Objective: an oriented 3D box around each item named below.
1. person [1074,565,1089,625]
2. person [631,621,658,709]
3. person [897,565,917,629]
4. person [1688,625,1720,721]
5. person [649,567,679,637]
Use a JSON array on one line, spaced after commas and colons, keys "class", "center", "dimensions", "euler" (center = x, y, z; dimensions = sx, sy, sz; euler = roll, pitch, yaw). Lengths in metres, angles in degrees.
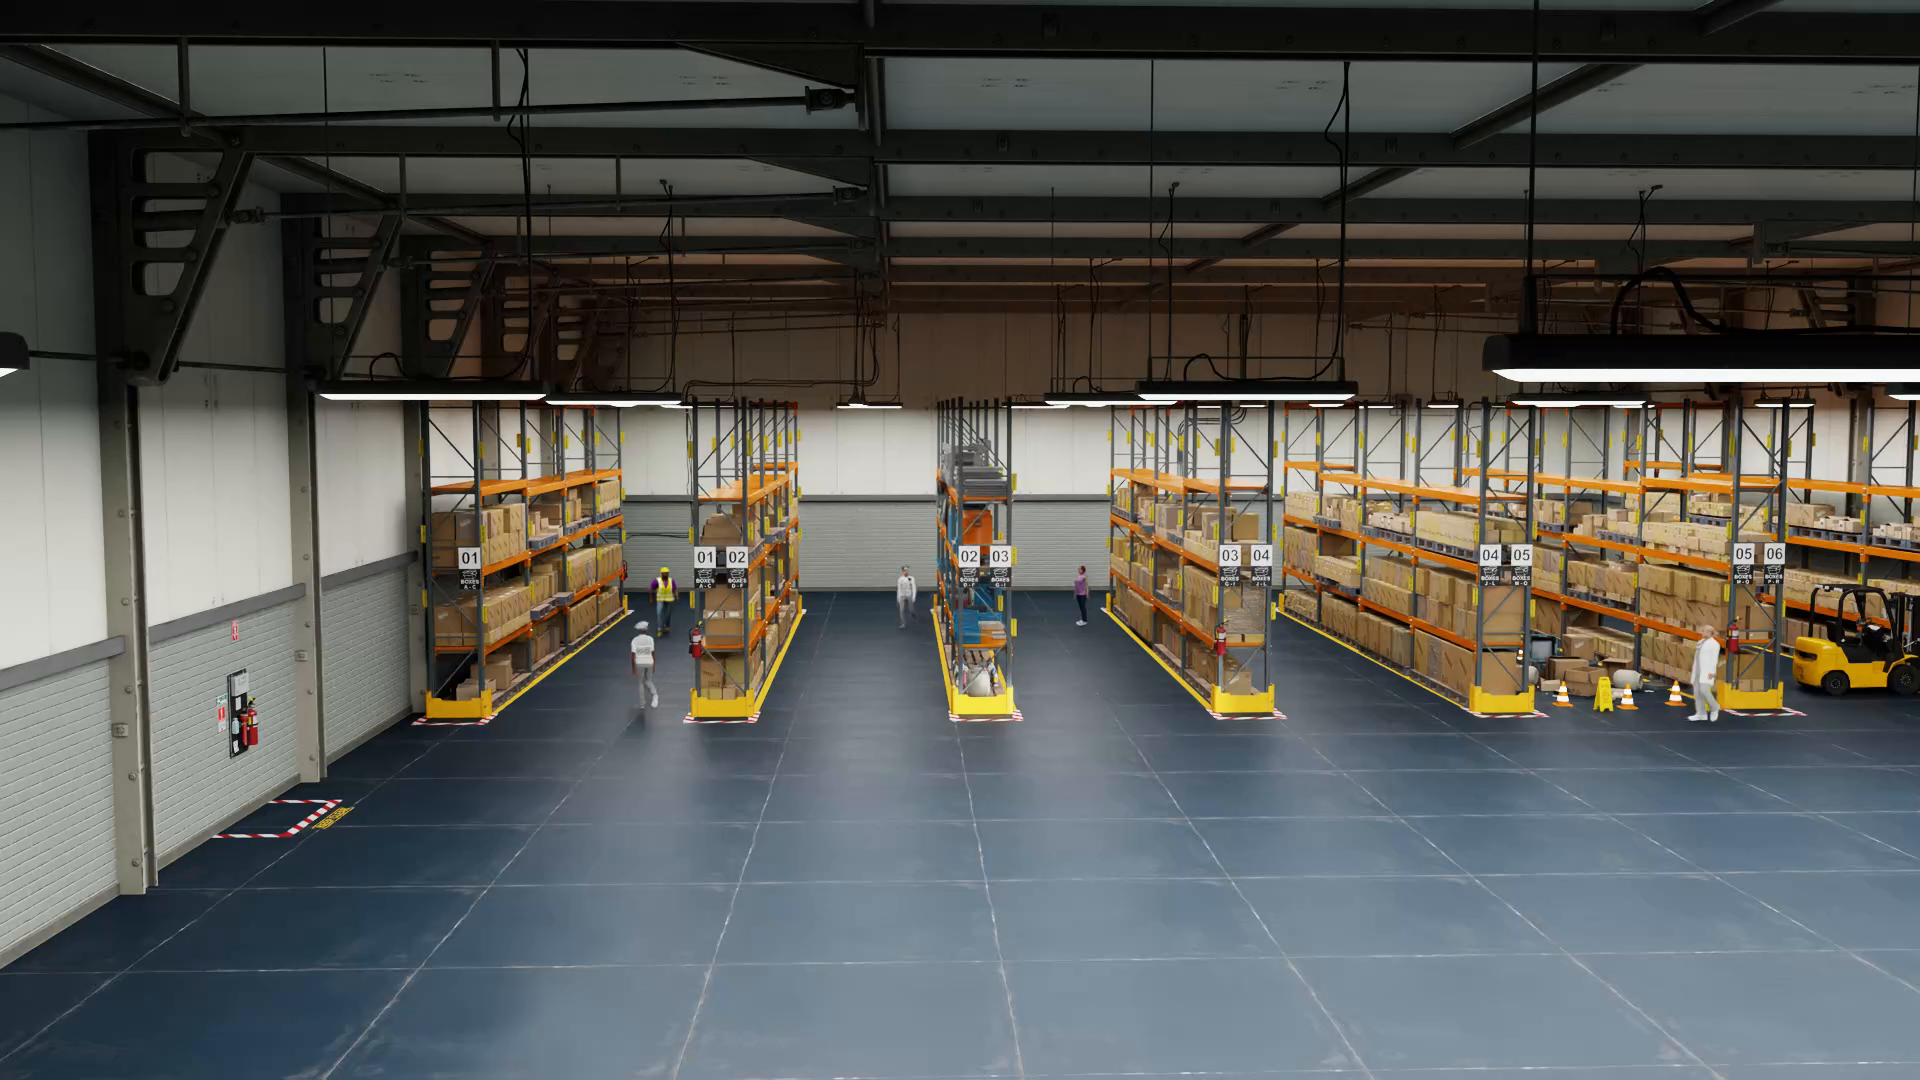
[{"class": "person", "center": [3.252, 1.477, 44.644], "dimensions": [0.356, 1.602, 0.450], "euler": [-2, 5, -27]}, {"class": "person", "center": [-6.056, 2.405, 31.867], "dimensions": [0.427, 1.683, 0.552], "euler": [-4, 6, -40]}, {"class": "person", "center": [-1.399, 1.490, 43.972], "dimensions": [0.523, 1.651, 0.769], "euler": [1, 5, 17]}, {"class": "person", "center": [13.719, 2.500, 30.667], "dimensions": [0.502, 1.678, 0.581], "euler": [-2, 5, -25]}, {"class": "person", "center": [-7.598, 1.571, 42.725], "dimensions": [0.770, 1.745, 1.003], "euler": [0, 4, -4]}]
